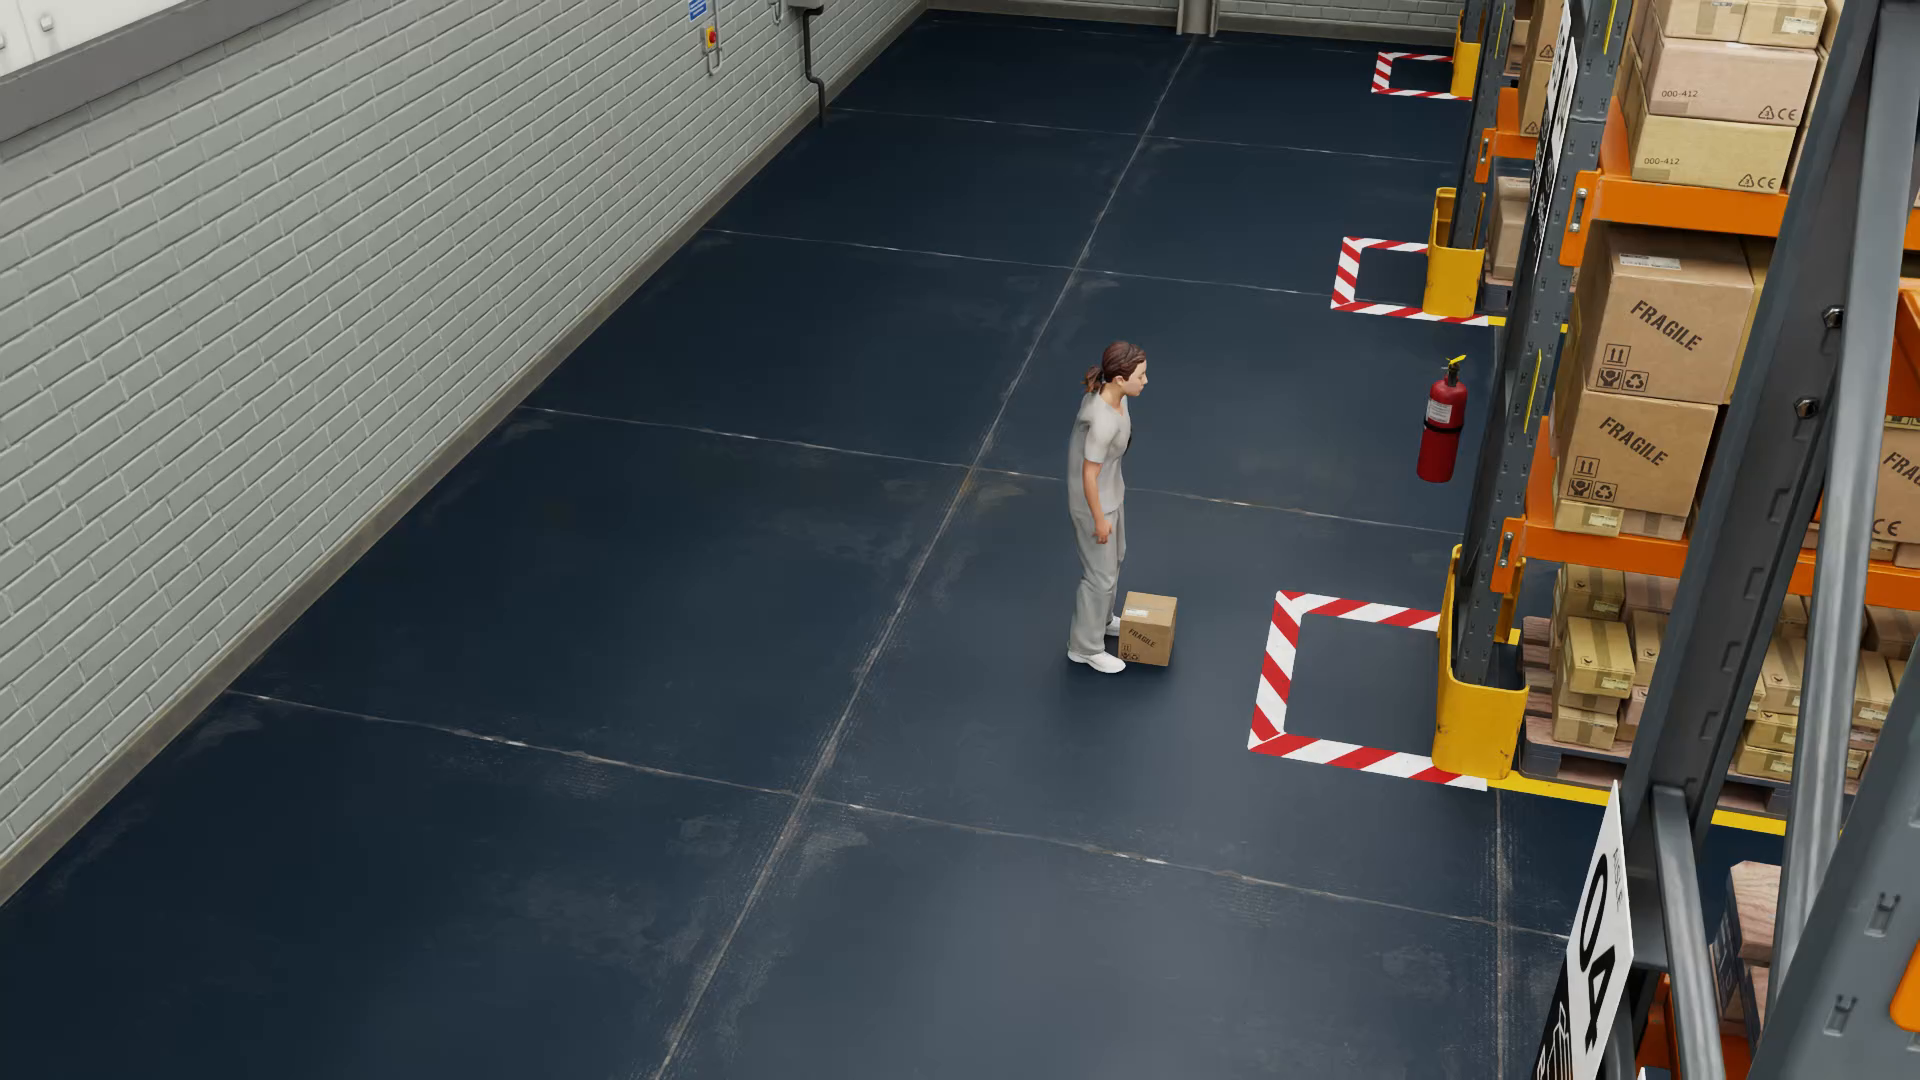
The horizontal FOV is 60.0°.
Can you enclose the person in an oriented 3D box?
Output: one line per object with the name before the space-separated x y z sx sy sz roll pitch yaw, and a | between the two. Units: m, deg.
person | 0.688 -0.182 7.938 0.357 1.672 0.486 8 34 11
